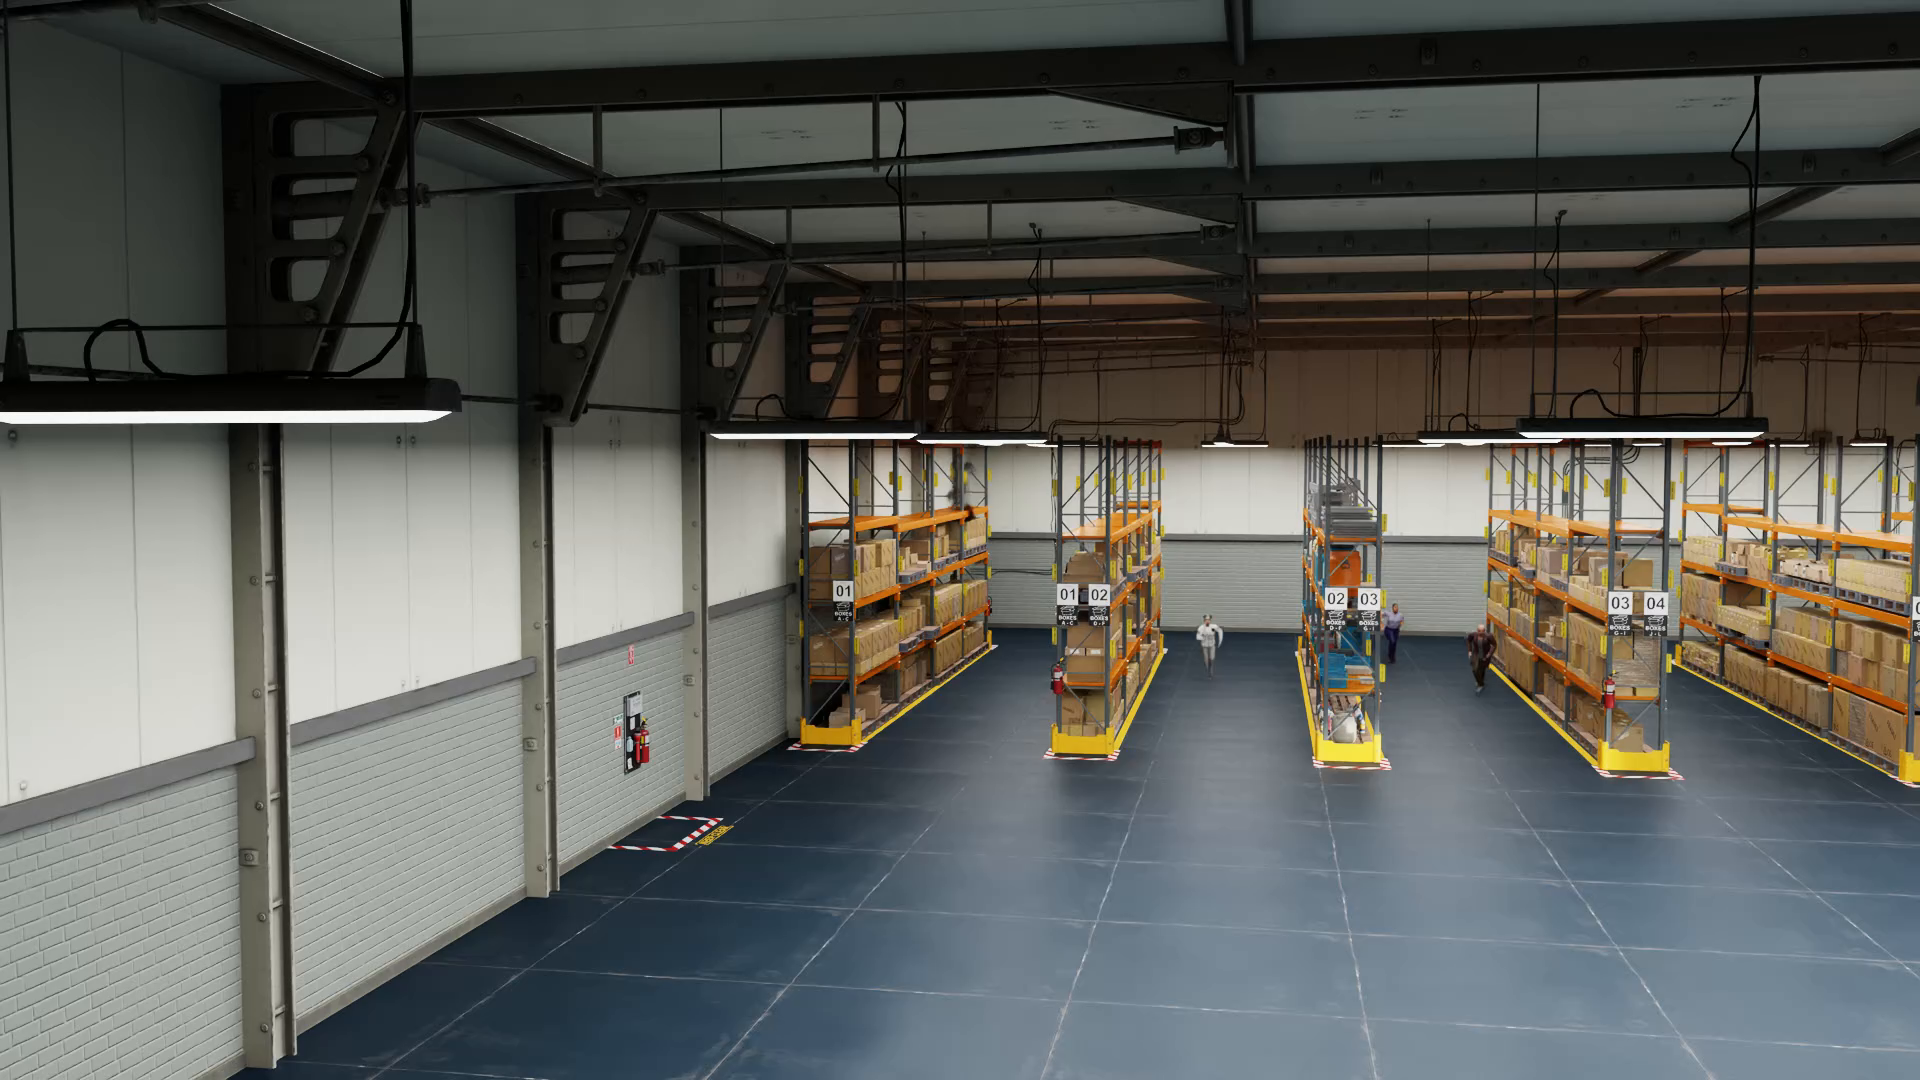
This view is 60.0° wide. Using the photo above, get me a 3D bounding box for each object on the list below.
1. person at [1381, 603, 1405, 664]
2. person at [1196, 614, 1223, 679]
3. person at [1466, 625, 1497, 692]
[{"bbox_3d":[11.669,2.519,44.911,0.628,1.644,0.841,0,3,-5],"label":"person"},{"bbox_3d":[6.188,2.651,41.254,0.649,1.643,0.731,0,3,7],"label":"person"},{"bbox_3d":[12.449,2.795,39.650,0.719,1.639,1.061,1,3,23],"label":"person"}]
